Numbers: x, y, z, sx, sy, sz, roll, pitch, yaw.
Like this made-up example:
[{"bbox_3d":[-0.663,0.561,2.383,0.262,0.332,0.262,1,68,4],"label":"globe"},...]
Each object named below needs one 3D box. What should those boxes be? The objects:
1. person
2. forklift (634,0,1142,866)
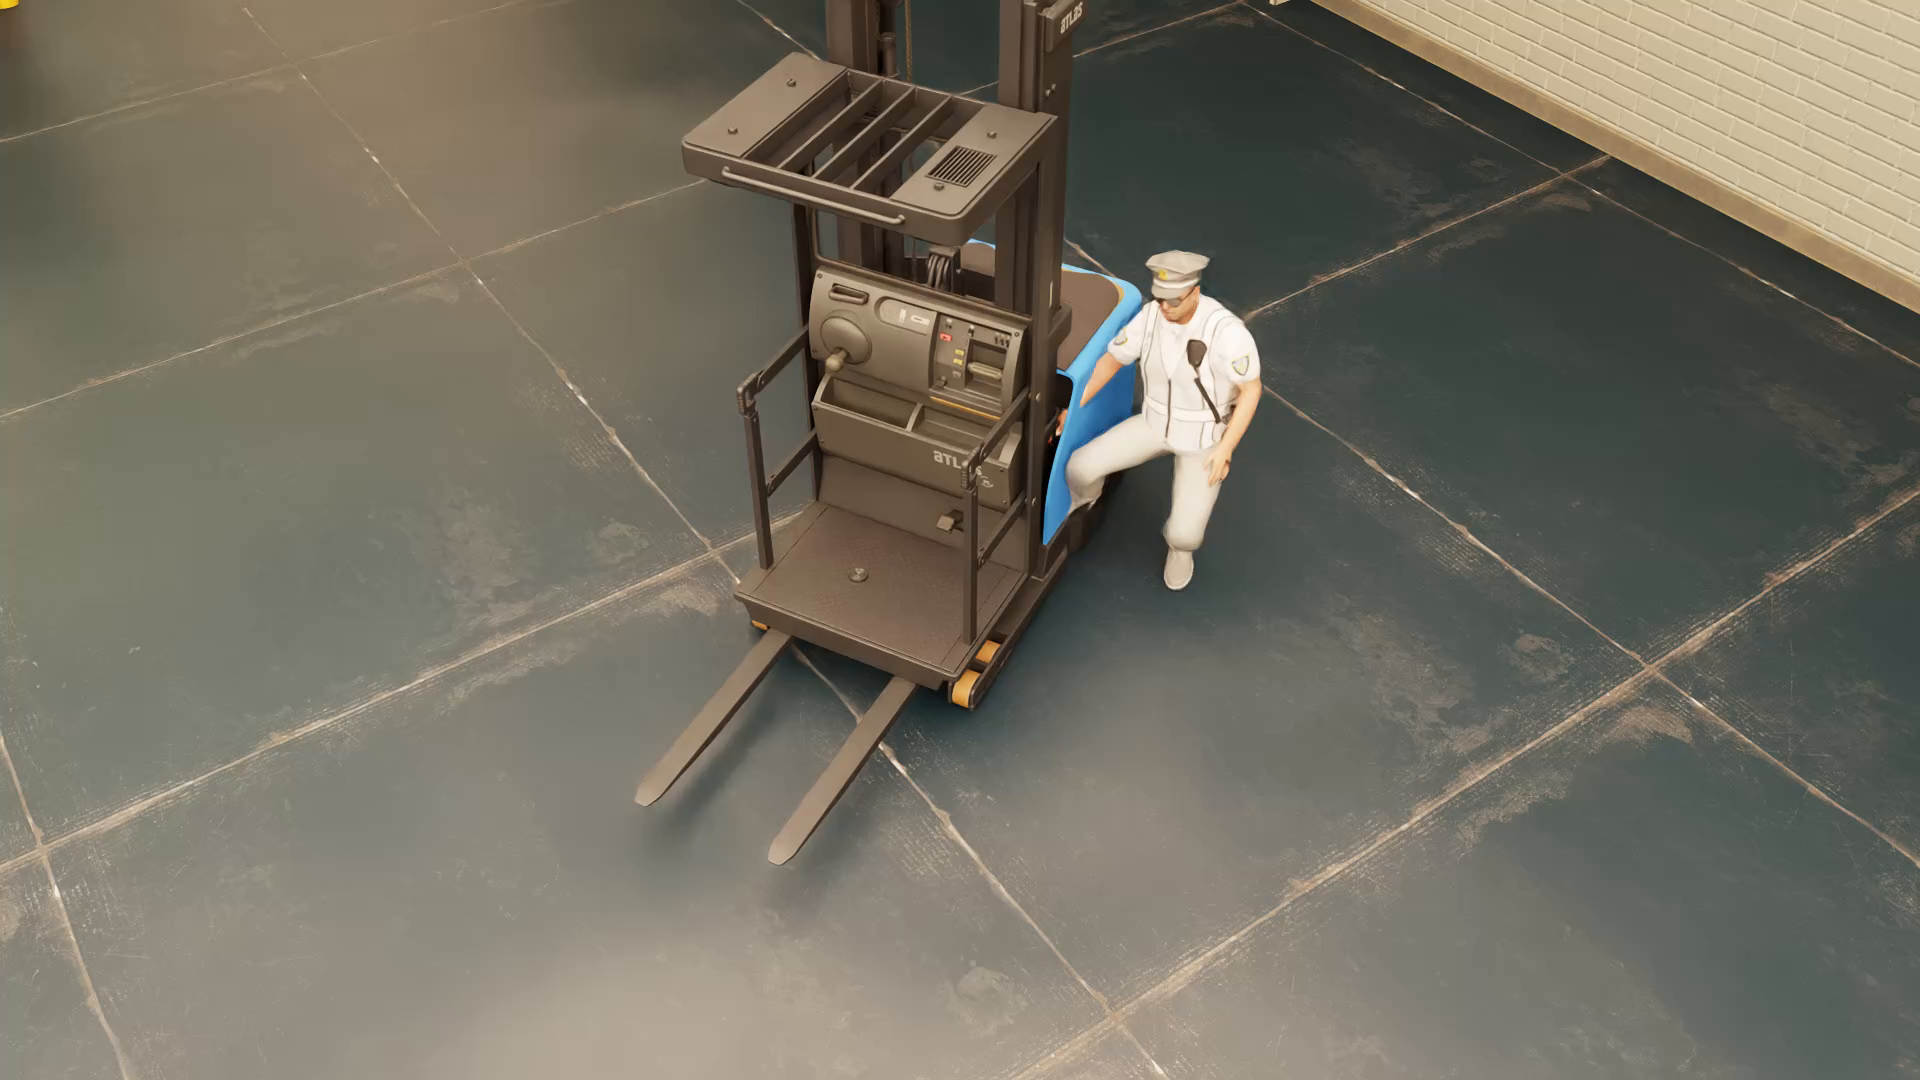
[{"bbox_3d":[0.843,-0.488,7.179,0.819,1.605,0.637,27,49,26],"label":"person"},{"bbox_3d":[-0.279,-0.710,6.486,1.130,2.935,3.031,19,46,20],"label":"forklift"}]
